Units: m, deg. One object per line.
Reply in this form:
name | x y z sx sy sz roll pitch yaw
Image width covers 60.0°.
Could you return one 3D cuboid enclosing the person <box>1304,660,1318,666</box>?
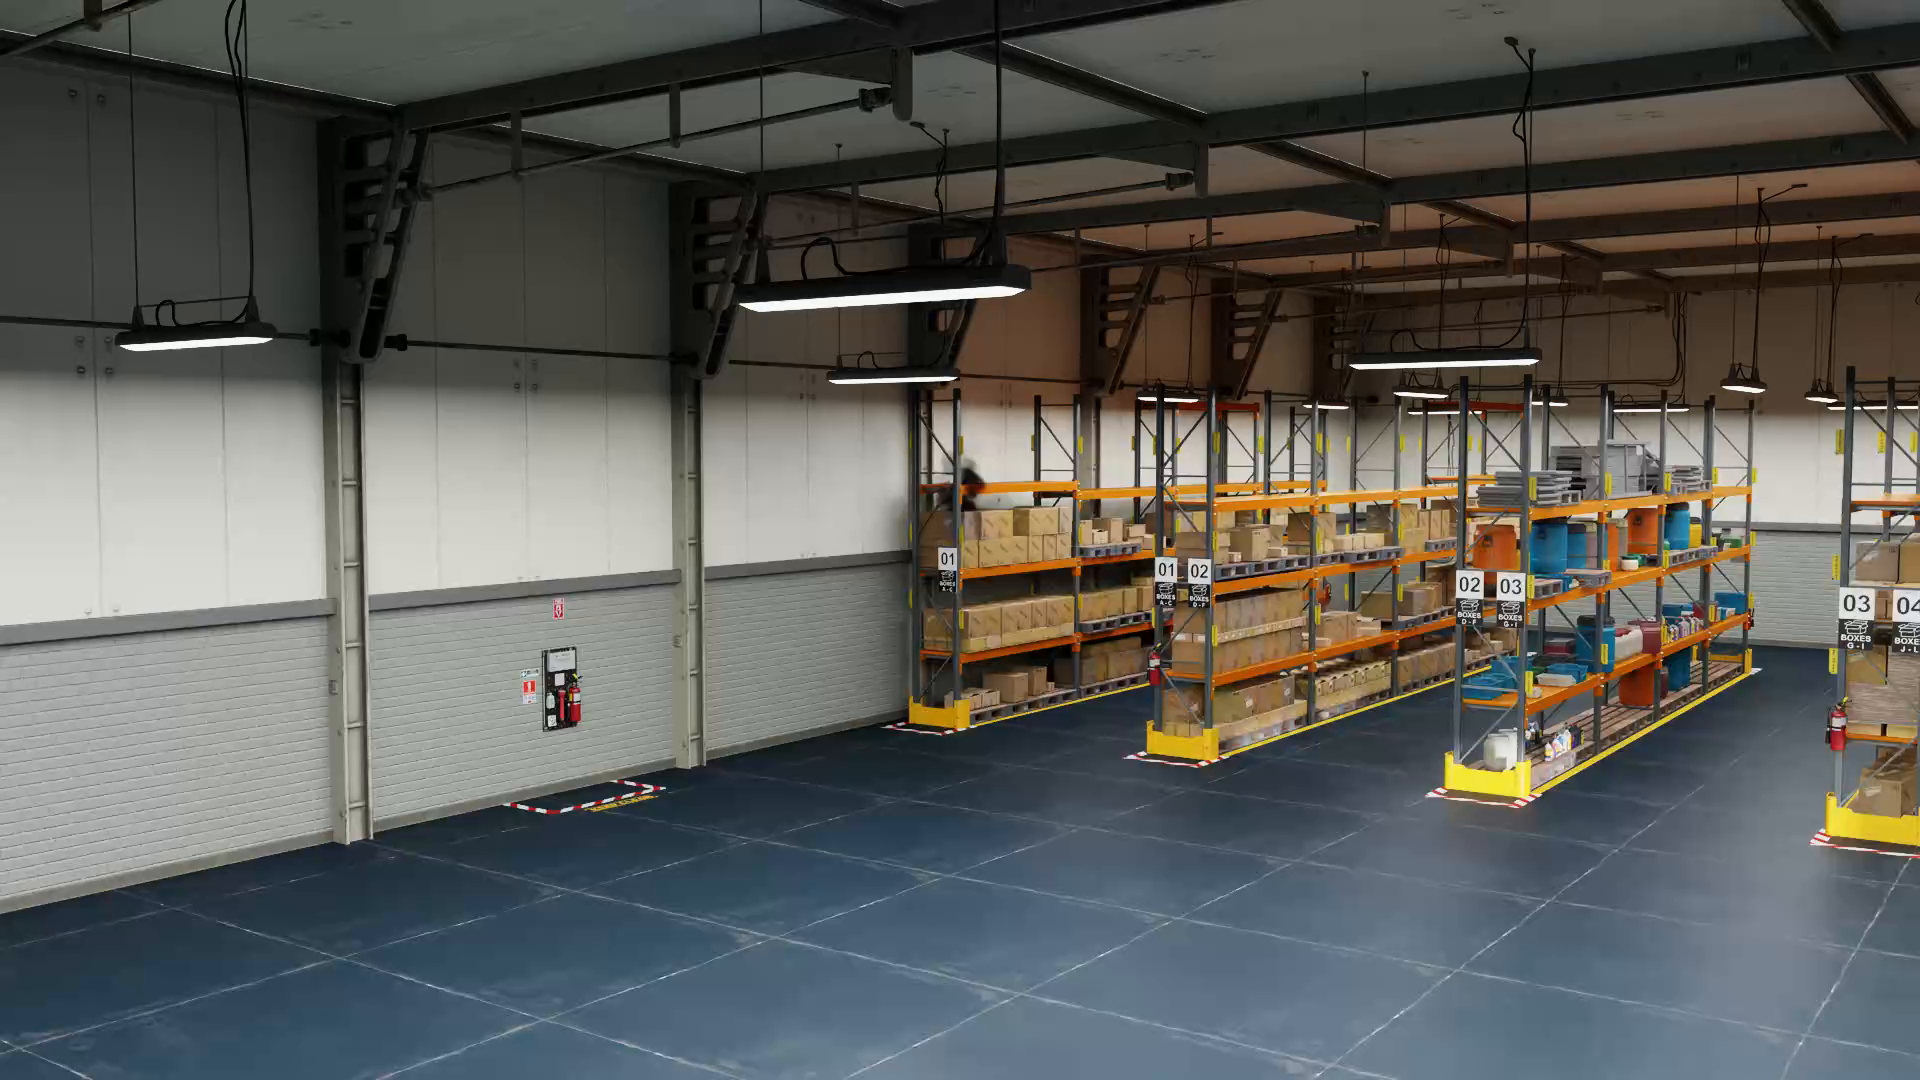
person | 7.380 2.193 34.870 0.566 1.629 0.550 2 4 25
